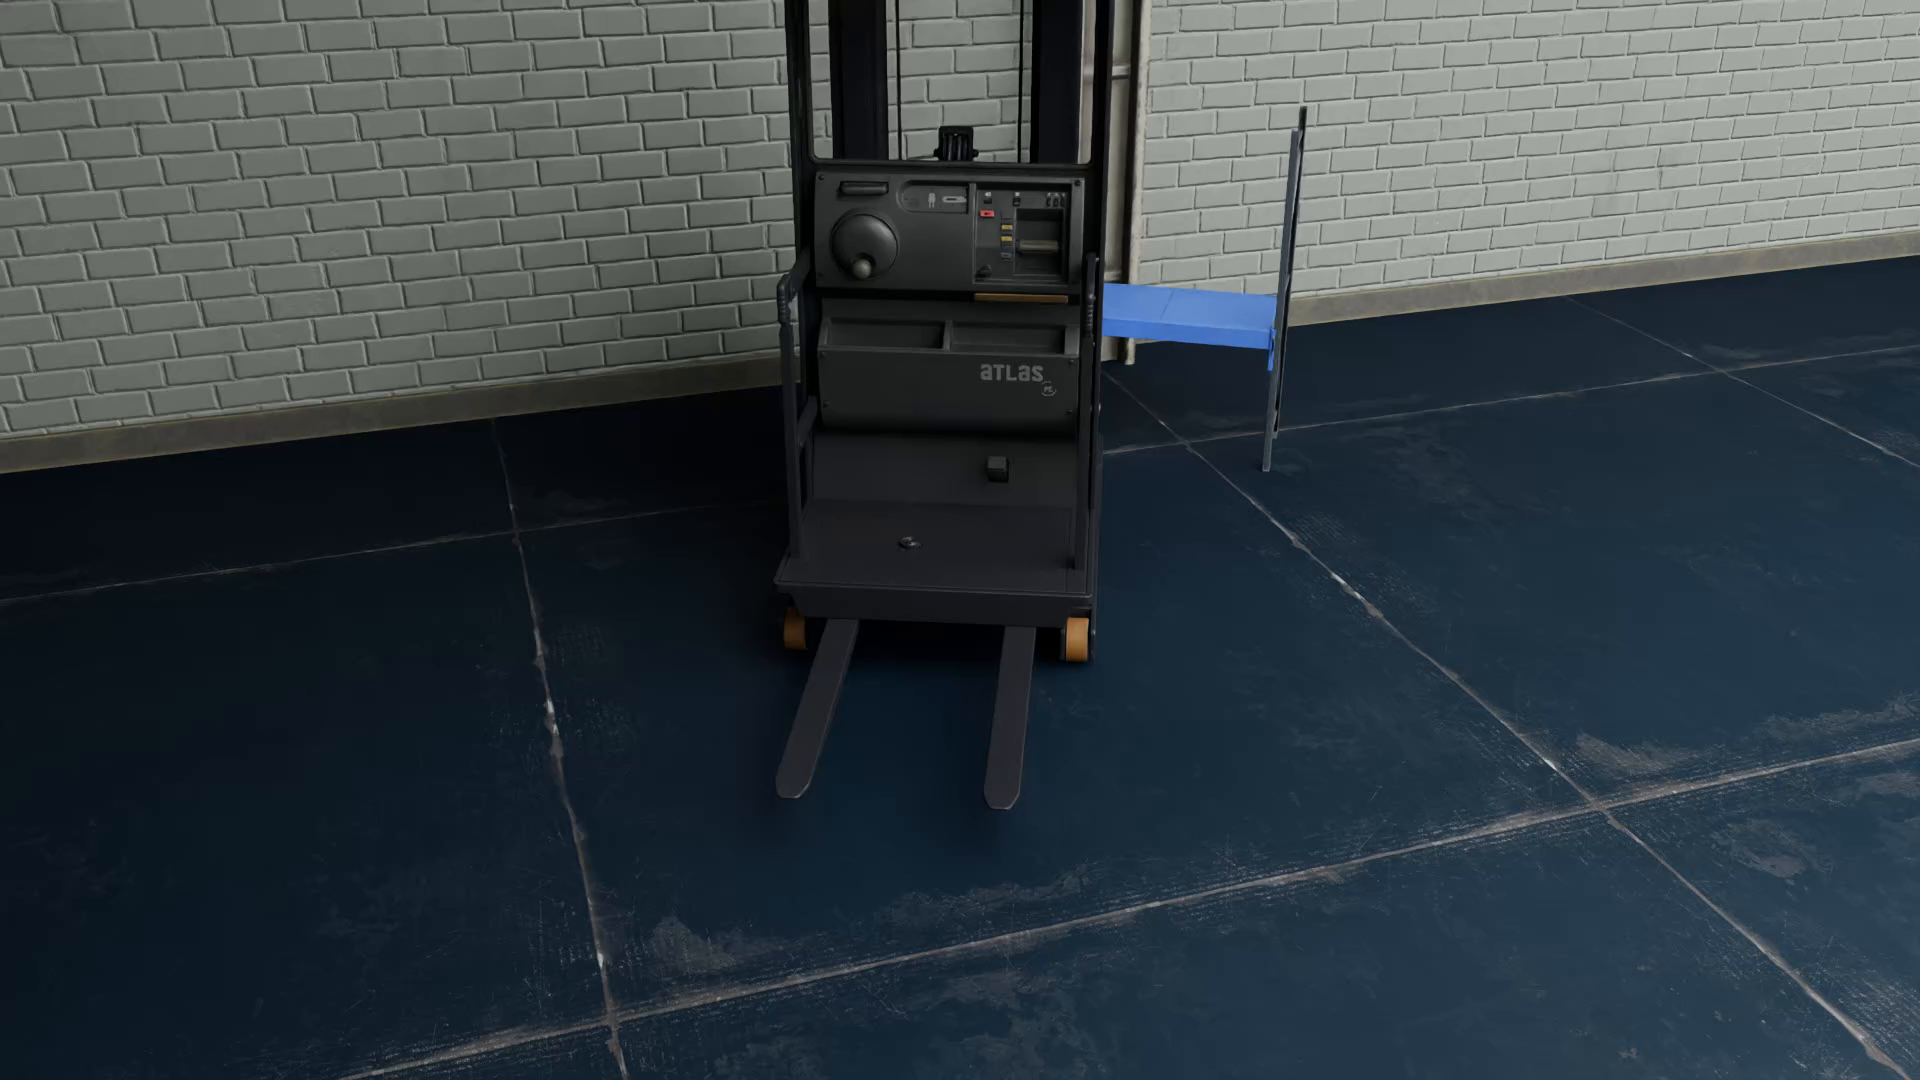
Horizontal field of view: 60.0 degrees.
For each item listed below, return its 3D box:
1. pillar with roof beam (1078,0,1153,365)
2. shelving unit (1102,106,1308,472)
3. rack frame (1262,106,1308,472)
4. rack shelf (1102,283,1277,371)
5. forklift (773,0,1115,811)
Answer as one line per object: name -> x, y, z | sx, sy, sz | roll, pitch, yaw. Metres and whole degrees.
pillar with roof beam -> 2.001, -3.158, 2.991 | 0.400, 9.000, 9.100 | -8, 28, -16
shelving unit -> 0.920, -1.136, 7.351 | 1.048, 1.500, 0.538 | 7, 27, 13
rack frame -> 1.412, -1.080, 7.238 | 0.032, 1.500, 0.500 | 7, 27, 13
rack shelf -> 0.920, -0.975, 7.431 | 1.000, 0.185, 0.538 | 7, 27, 13
forklift -> -0.056, -1.034, 5.536 | 1.130, 2.935, 3.031 | 2, 26, 5
